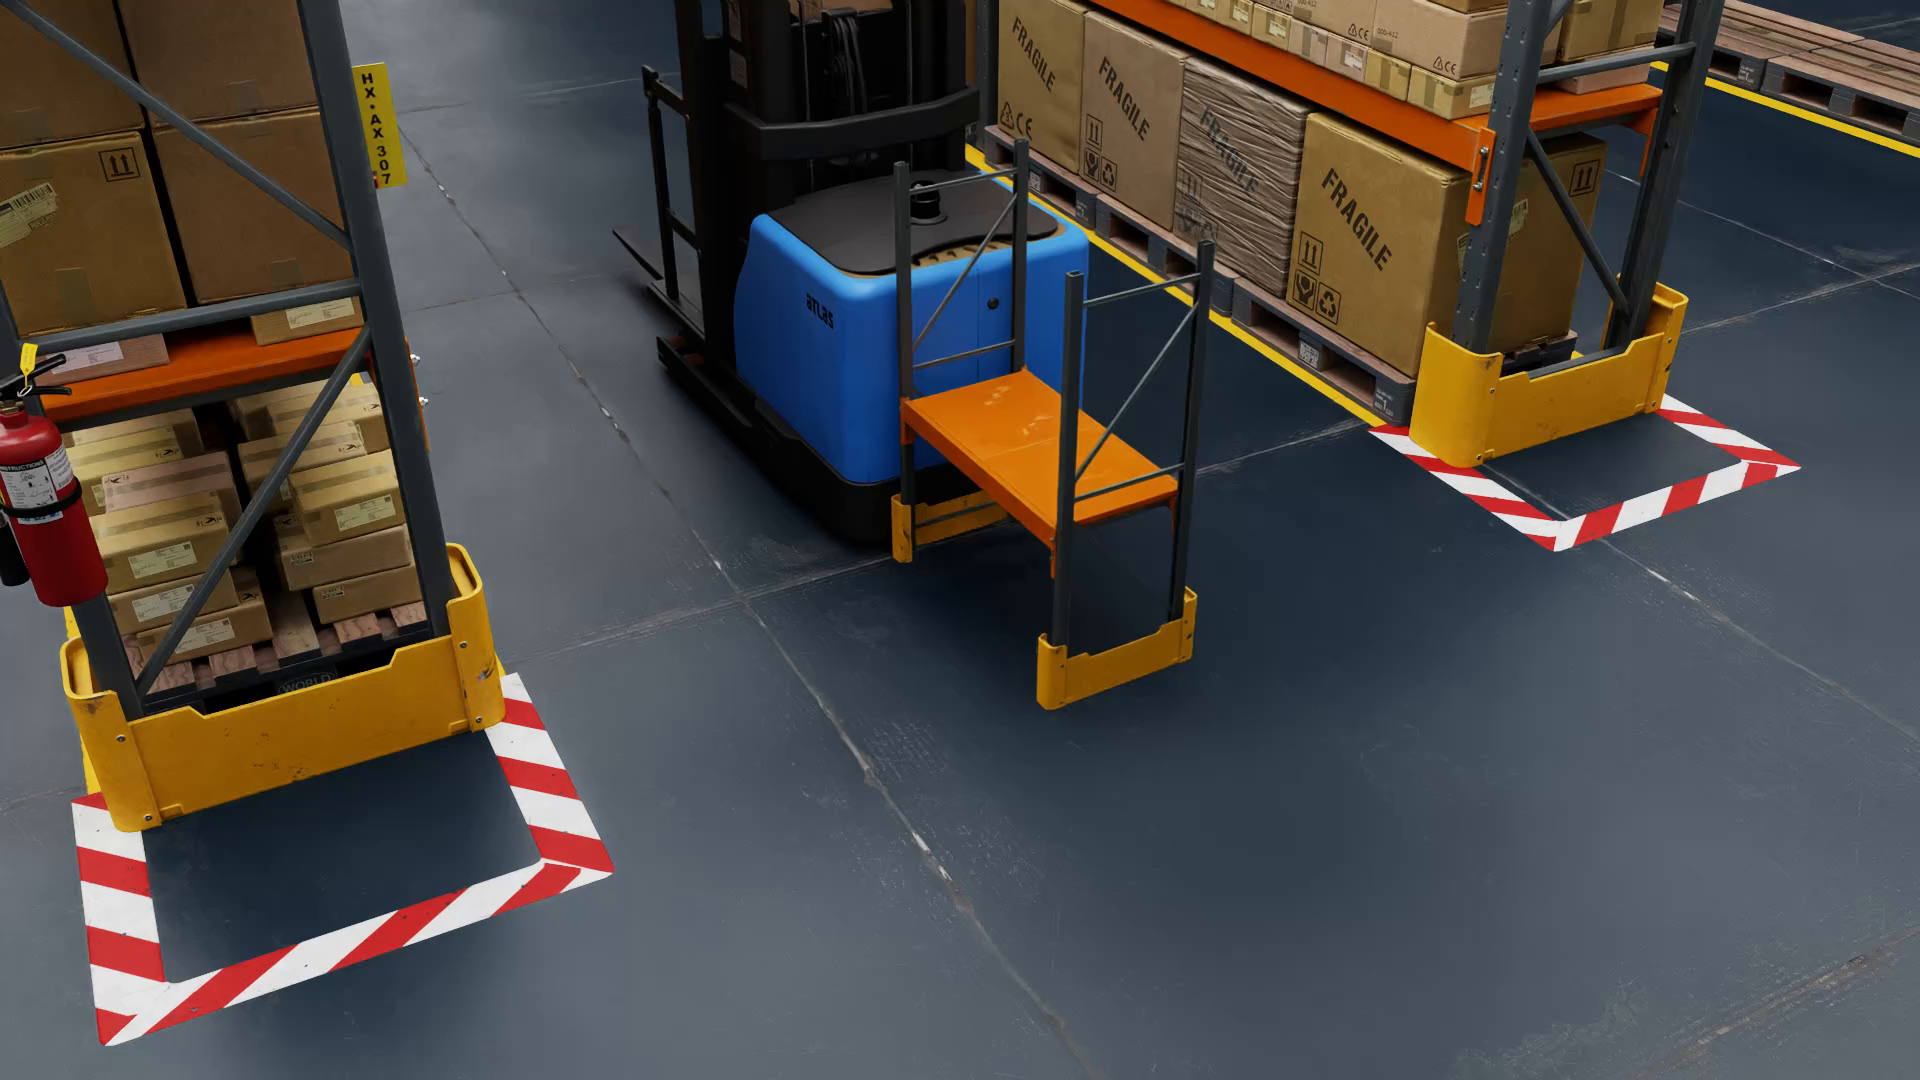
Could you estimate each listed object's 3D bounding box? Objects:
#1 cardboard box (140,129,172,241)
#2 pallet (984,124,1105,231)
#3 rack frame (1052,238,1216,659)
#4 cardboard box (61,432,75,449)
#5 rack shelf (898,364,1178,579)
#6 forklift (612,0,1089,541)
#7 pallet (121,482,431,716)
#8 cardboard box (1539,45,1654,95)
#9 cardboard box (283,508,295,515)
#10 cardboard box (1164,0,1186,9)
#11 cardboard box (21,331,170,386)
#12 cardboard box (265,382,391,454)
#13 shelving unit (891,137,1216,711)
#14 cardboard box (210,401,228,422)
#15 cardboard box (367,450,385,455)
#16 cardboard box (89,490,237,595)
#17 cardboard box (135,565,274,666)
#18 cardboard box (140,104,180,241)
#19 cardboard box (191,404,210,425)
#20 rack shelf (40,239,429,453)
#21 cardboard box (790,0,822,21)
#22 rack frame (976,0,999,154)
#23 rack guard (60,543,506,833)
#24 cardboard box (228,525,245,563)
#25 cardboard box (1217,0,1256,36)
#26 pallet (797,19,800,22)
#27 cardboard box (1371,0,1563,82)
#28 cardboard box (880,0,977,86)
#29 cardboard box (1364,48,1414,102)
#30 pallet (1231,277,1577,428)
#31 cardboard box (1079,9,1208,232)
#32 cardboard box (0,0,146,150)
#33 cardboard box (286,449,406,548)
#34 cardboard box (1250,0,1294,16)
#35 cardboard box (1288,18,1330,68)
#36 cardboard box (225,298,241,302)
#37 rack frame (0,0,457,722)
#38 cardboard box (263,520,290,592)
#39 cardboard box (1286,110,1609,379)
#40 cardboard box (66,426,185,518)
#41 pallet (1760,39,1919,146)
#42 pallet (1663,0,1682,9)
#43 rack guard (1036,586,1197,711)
[{"bbox_3d":[-2.678,-1.144,4.887,0.500,0.500,0.500,-16,36,-24],"label":"cardboard box"},{"bbox_3d":[0.850,-2.132,9.381,1.003,0.211,1.213,-16,36,-23],"label":"pallet"},{"bbox_3d":[0.518,-0.172,5.128,0.500,1.500,0.032,-17,37,-25],"label":"rack frame"},{"bbox_3d":[-3.015,-0.476,5.914,0.380,0.149,0.250,-15,35,-21],"label":"cardboard box"},{"bbox_3d":[0.263,-0.258,5.596,0.538,0.185,1.000,-17,37,-25],"label":"rack shelf"},{"bbox_3d":[-0.687,-1.995,6.648,1.130,2.935,3.031,-17,37,-25],"label":"forklift"},{"bbox_3d":[-2.388,0.161,5.803,1.003,0.211,1.213,-16,36,-23],"label":"pallet"},{"bbox_3d":[2.556,-1.926,6.709,0.380,0.149,0.250,-15,36,-23],"label":"cardboard box"},{"bbox_3d":[-2.100,-0.141,5.668,0.380,0.149,0.250,-16,36,-23],"label":"cardboard box"},{"bbox_3d":[1.136,-2.614,7.783,0.380,0.149,0.250,-17,36,-24],"label":"cardboard box"},{"bbox_3d":[-2.408,-0.559,4.574,0.380,0.149,0.250,-16,36,-23],"label":"cardboard box"},{"bbox_3d":[-2.188,-0.396,5.790,0.380,0.149,0.250,-16,36,-23],"label":"cardboard box"},{"bbox_3d":[0.268,-0.405,5.492,0.587,1.500,1.083,-17,37,-25],"label":"shelving unit"},{"bbox_3d":[-2.687,-0.607,6.395,0.380,0.149,0.250,-14,35,-21],"label":"cardboard box"},{"bbox_3d":[-2.316,-0.386,6.049,0.380,0.149,0.250,-15,35,-22],"label":"cardboard box"},{"bbox_3d":[-2.477,0.004,5.165,0.380,0.149,0.250,-15,36,-23],"label":"cardboard box"},{"bbox_3d":[-2.435,0.245,5.341,0.380,0.149,0.250,-15,36,-22],"label":"cardboard box"},{"bbox_3d":[-2.243,-1.280,5.099,0.500,0.500,0.500,-16,36,-23],"label":"cardboard box"},{"bbox_3d":[-3.154,-0.496,6.497,0.380,0.149,0.250,-15,36,-22],"label":"cardboard box"},{"bbox_3d":[-2.938,-1.232,6.059,1.077,0.370,4.000,-16,36,-23],"label":"rack shelf"},{"bbox_3d":[-0.588,-4.117,11.477,1.225,0.875,0.875,-16,36,-23],"label":"cardboard box"},{"bbox_3d":[0.564,-3.688,9.226,1.000,3.000,0.127,-16,36,-23],"label":"rack frame"},{"bbox_3d":[-2.041,0.436,5.106,1.175,0.500,0.348,-16,36,-23],"label":"rack guard"},{"bbox_3d":[-2.578,0.000,5.447,0.380,0.149,0.250,-17,36,-24],"label":"cardboard box"},{"bbox_3d":[1.373,-2.371,7.404,0.380,0.149,0.250,-16,36,-23],"label":"cardboard box"},{"bbox_3d":[-0.435,-3.446,11.434,1.003,0.211,1.213,-16,36,-23],"label":"pallet"},{"bbox_3d":[1.969,-2.006,6.464,0.500,0.250,0.500,-16,36,-24],"label":"cardboard box"},{"bbox_3d":[0.248,-3.271,10.155,1.225,0.875,0.875,-16,36,-23],"label":"cardboard box"},{"bbox_3d":[1.849,-1.884,6.643,0.380,0.149,0.250,-15,36,-23],"label":"cardboard box"},{"bbox_3d":[1.987,-0.967,7.564,1.003,0.211,1.213,-16,36,-23],"label":"pallet"},{"bbox_3d":[1.221,-2.206,8.493,0.875,0.875,0.875,-16,36,-23],"label":"cardboard box"},{"bbox_3d":[-2.439,-1.324,4.241,0.500,0.500,0.500,-17,36,-24],"label":"cardboard box"},{"bbox_3d":[-1.949,-0.142,5.394,0.380,0.149,0.250,-18,37,-25],"label":"cardboard box"},{"bbox_3d":[1.495,-2.491,7.221,0.500,0.250,0.500,-17,36,-25],"label":"cardboard box"},{"bbox_3d":[1.617,-2.124,7.018,0.380,0.149,0.250,-15,36,-22],"label":"cardboard box"},{"bbox_3d":[-2.022,-0.822,4.986,0.380,0.149,0.250,-15,35,-21],"label":"cardboard box"},{"bbox_3d":[-2.006,-0.580,4.375,1.000,3.000,0.127,-16,36,-23],"label":"rack frame"},{"bbox_3d":[-2.161,0.009,5.709,0.380,0.149,0.250,-16,36,-23],"label":"cardboard box"},{"bbox_3d":[2.060,-1.347,7.152,0.875,0.875,0.875,-16,36,-23],"label":"cardboard box"},{"bbox_3d":[-2.776,-0.222,5.518,0.380,0.149,0.250,-17,36,-24],"label":"cardboard box"},{"bbox_3d":[5.896,-2.836,10.481,1.003,0.211,1.213,-16,36,-23],"label":"pallet"},{"bbox_3d":[4.623,-4.139,12.514,1.003,0.211,1.213,-16,36,-23],"label":"pallet"},{"bbox_3d":[0.517,0.354,5.466,0.587,0.250,0.087,-17,37,-25],"label":"rack guard"}]
